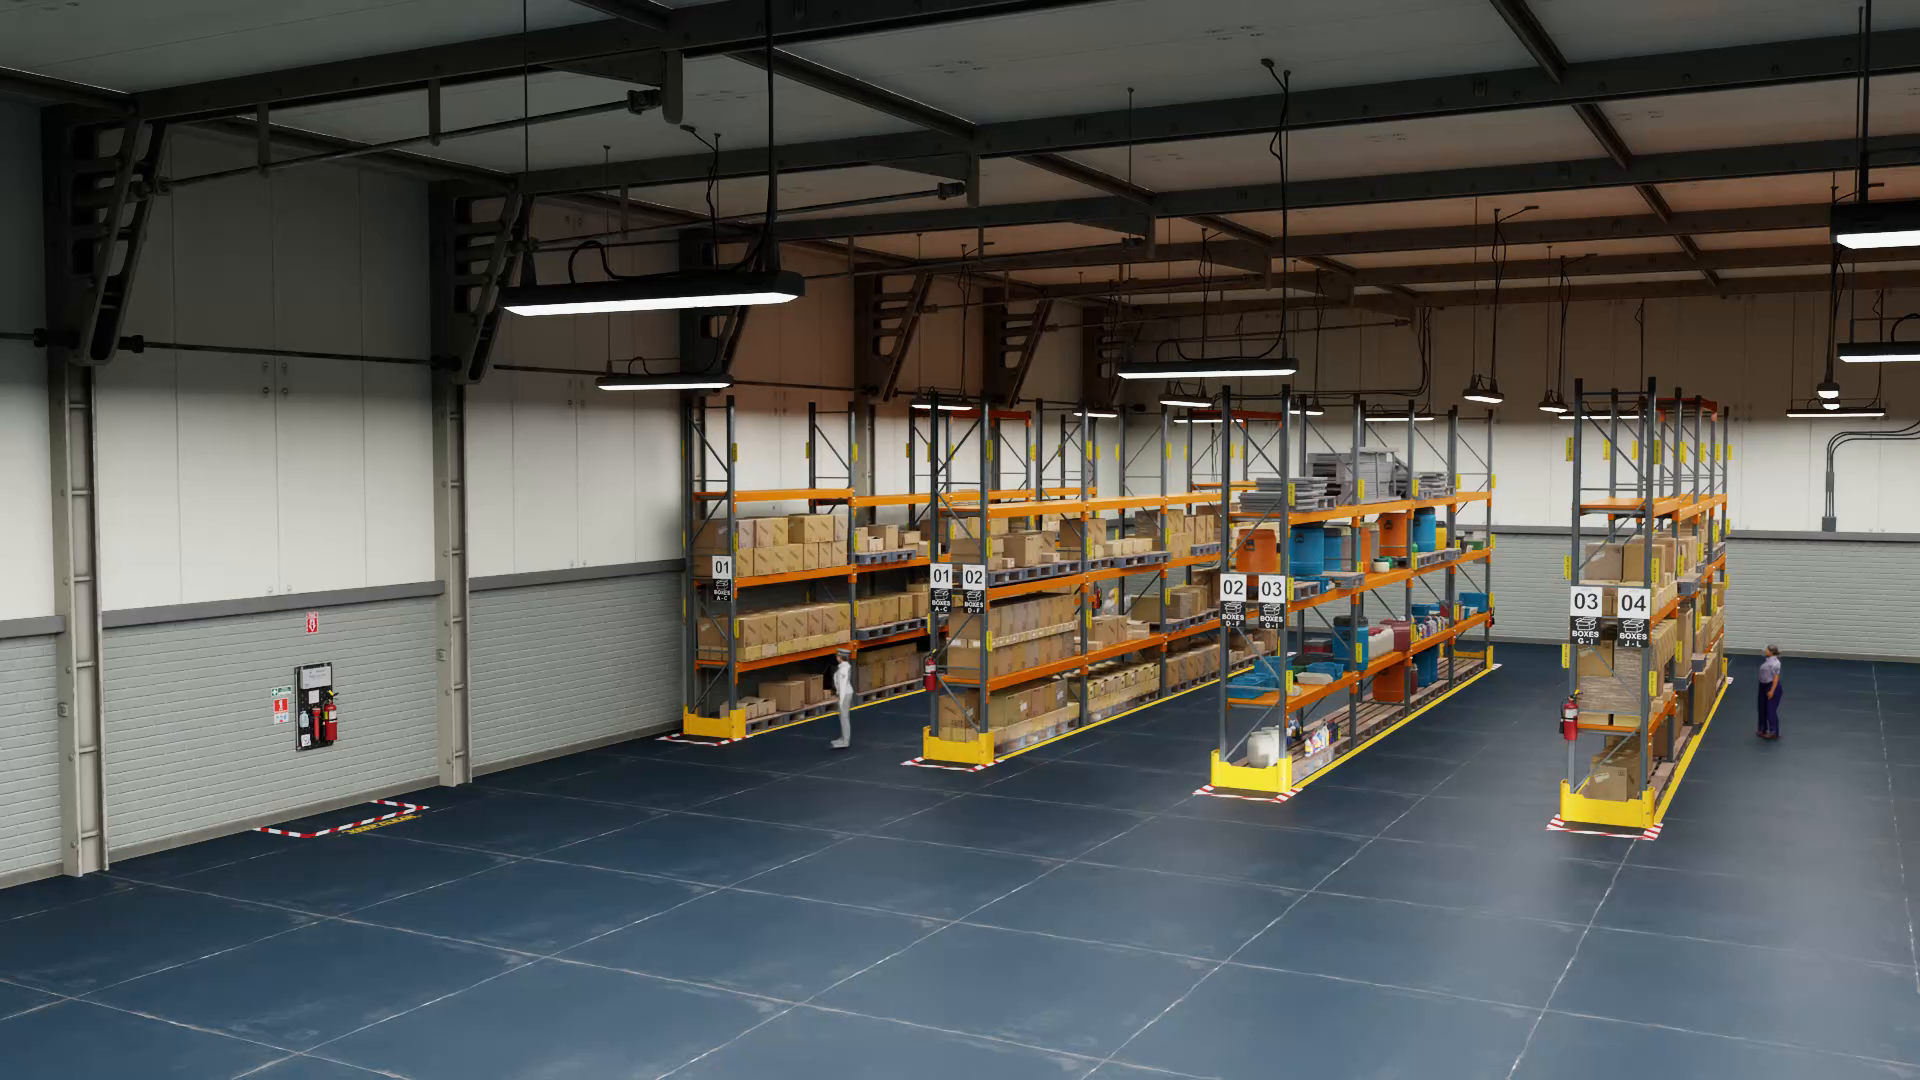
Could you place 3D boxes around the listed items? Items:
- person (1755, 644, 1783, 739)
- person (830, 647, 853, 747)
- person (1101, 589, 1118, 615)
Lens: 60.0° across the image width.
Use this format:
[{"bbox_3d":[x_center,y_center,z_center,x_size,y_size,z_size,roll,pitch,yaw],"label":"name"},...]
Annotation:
[{"bbox_3d":[14.240,2.650,29.268,0.368,1.650,0.559,0,3,-8],"label":"person"},{"bbox_3d":[-2.013,2.664,28.244,0.402,1.680,0.537,0,3,0],"label":"person"},{"bbox_3d":[3.745,2.018,41.233,0.533,1.619,1.030,1,3,23],"label":"person"}]
